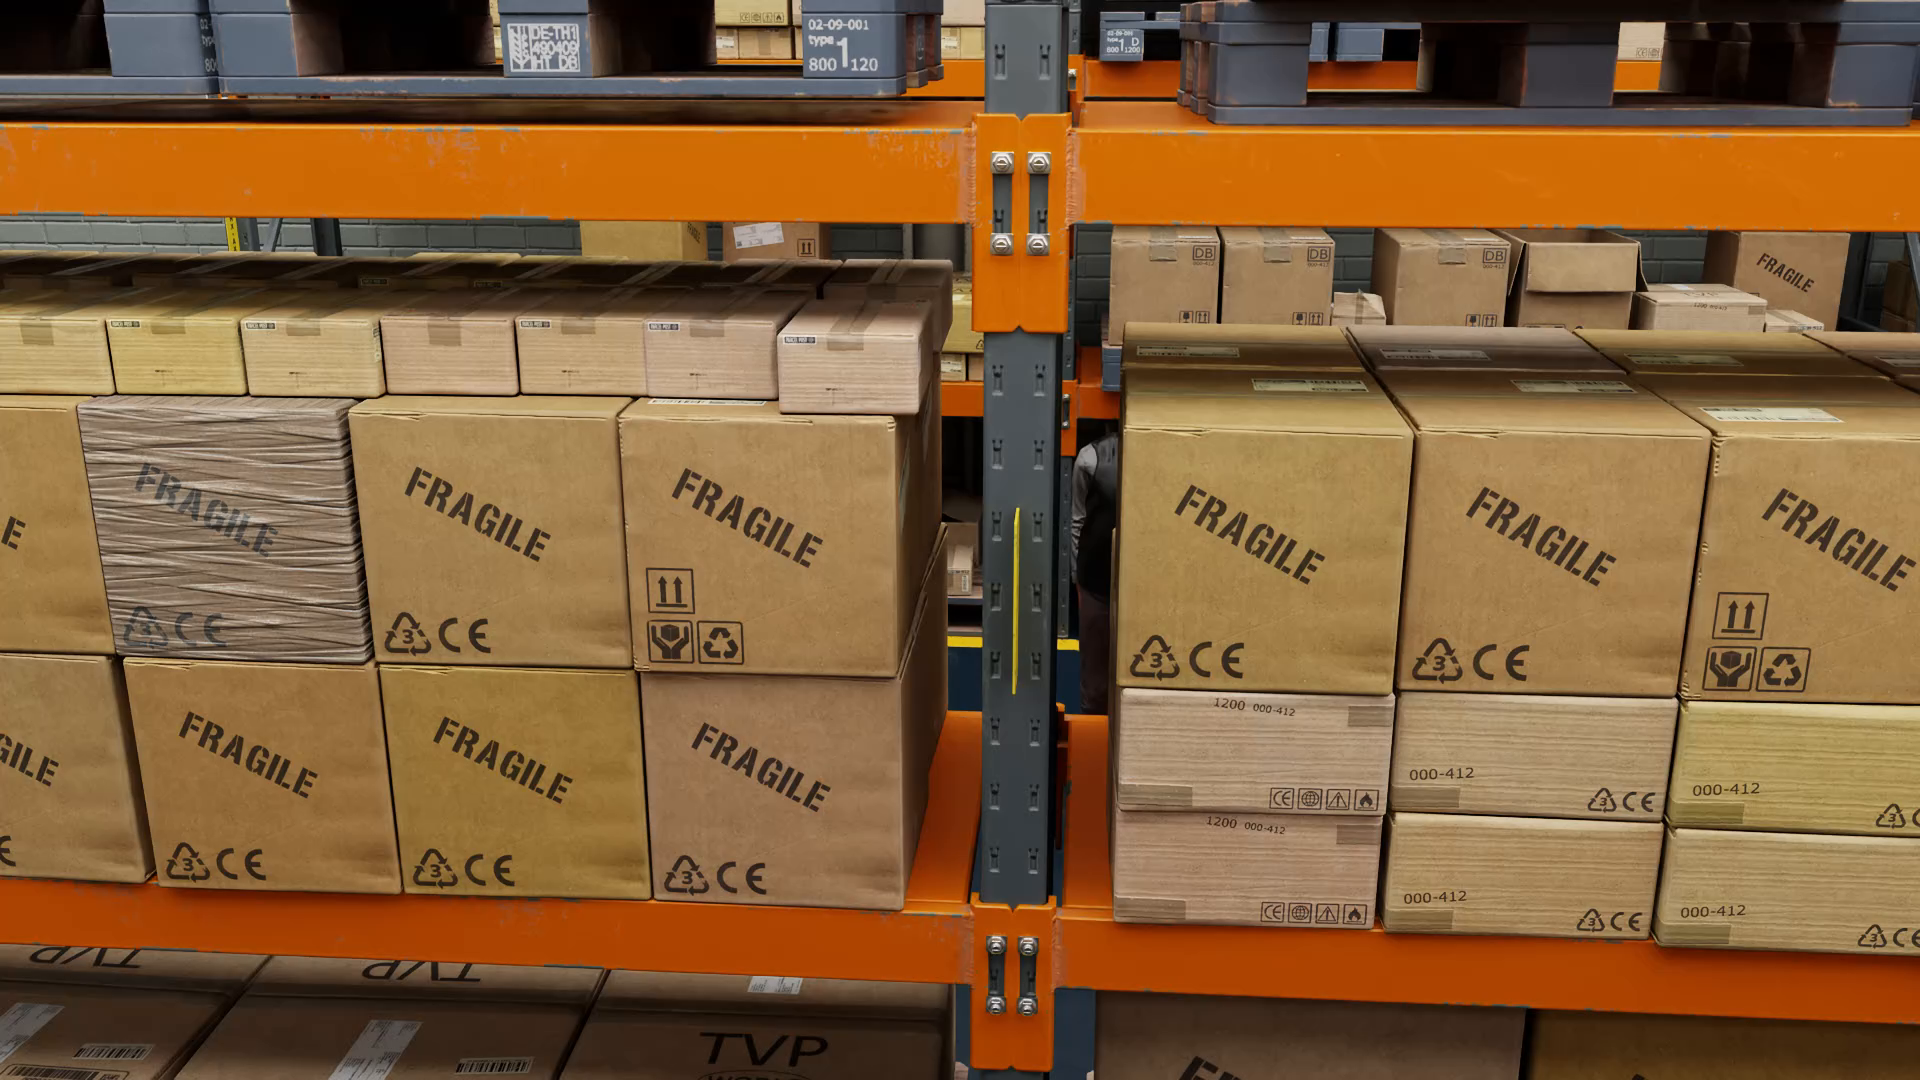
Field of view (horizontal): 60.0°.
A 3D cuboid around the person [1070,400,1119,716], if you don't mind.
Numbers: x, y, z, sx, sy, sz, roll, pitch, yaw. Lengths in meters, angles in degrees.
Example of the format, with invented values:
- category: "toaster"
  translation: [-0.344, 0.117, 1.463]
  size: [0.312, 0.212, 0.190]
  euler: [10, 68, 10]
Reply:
- category: "person"
  translation: [0.685, 0.211, 6.425]
  size: [0.531, 1.719, 0.359]
  euler: [2, 17, 5]
